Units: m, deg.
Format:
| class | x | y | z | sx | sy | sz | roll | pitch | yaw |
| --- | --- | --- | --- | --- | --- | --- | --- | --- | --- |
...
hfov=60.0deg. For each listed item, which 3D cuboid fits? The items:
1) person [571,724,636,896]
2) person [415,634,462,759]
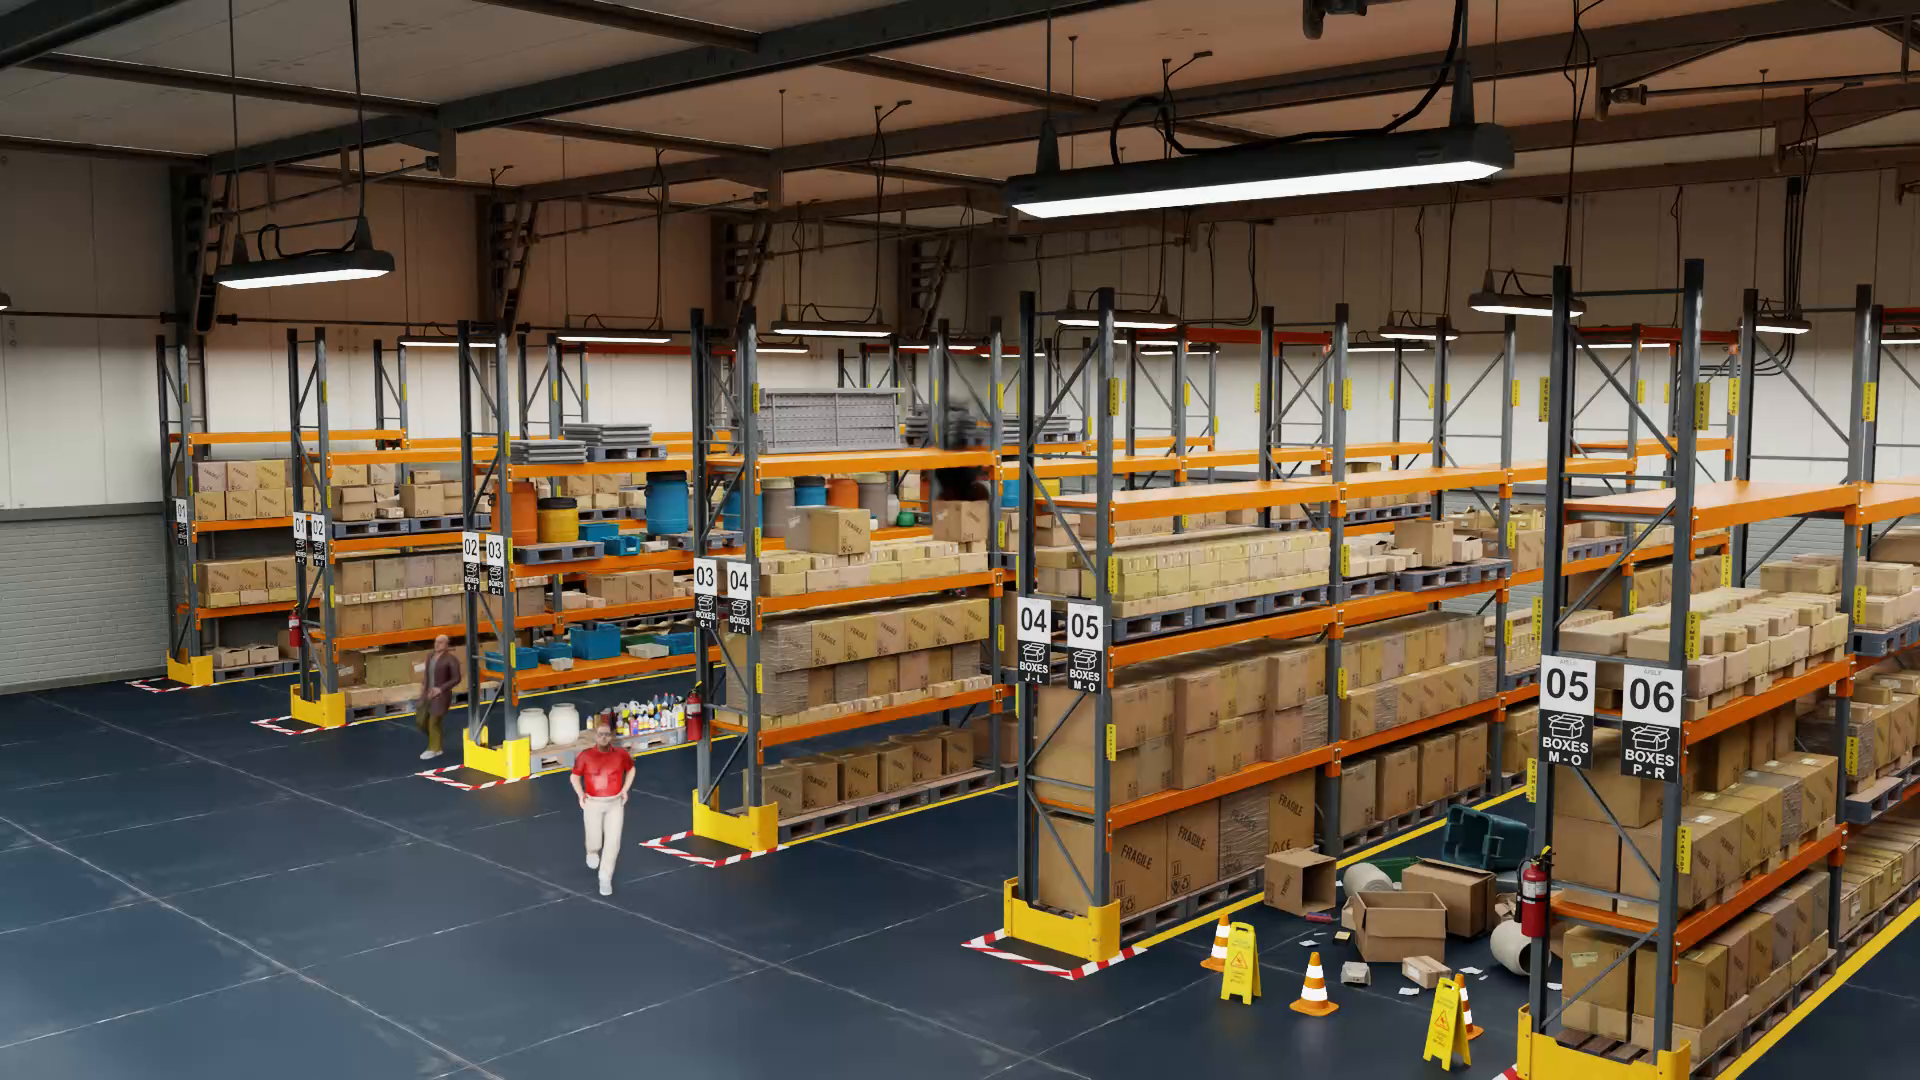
| class | x | y | z | sx | sy | sz | roll | pitch | yaw |
| --- | --- | --- | --- | --- | --- | --- | --- | --- | --- |
| person | -3.660 | 2.734 | 17.122 | 0.665 | 1.710 | 0.748 | -2 | 6 | -16 |
| person | -7.189 | 2.161 | 22.945 | 0.704 | 1.741 | 0.598 | 2 | 6 | 21 |
